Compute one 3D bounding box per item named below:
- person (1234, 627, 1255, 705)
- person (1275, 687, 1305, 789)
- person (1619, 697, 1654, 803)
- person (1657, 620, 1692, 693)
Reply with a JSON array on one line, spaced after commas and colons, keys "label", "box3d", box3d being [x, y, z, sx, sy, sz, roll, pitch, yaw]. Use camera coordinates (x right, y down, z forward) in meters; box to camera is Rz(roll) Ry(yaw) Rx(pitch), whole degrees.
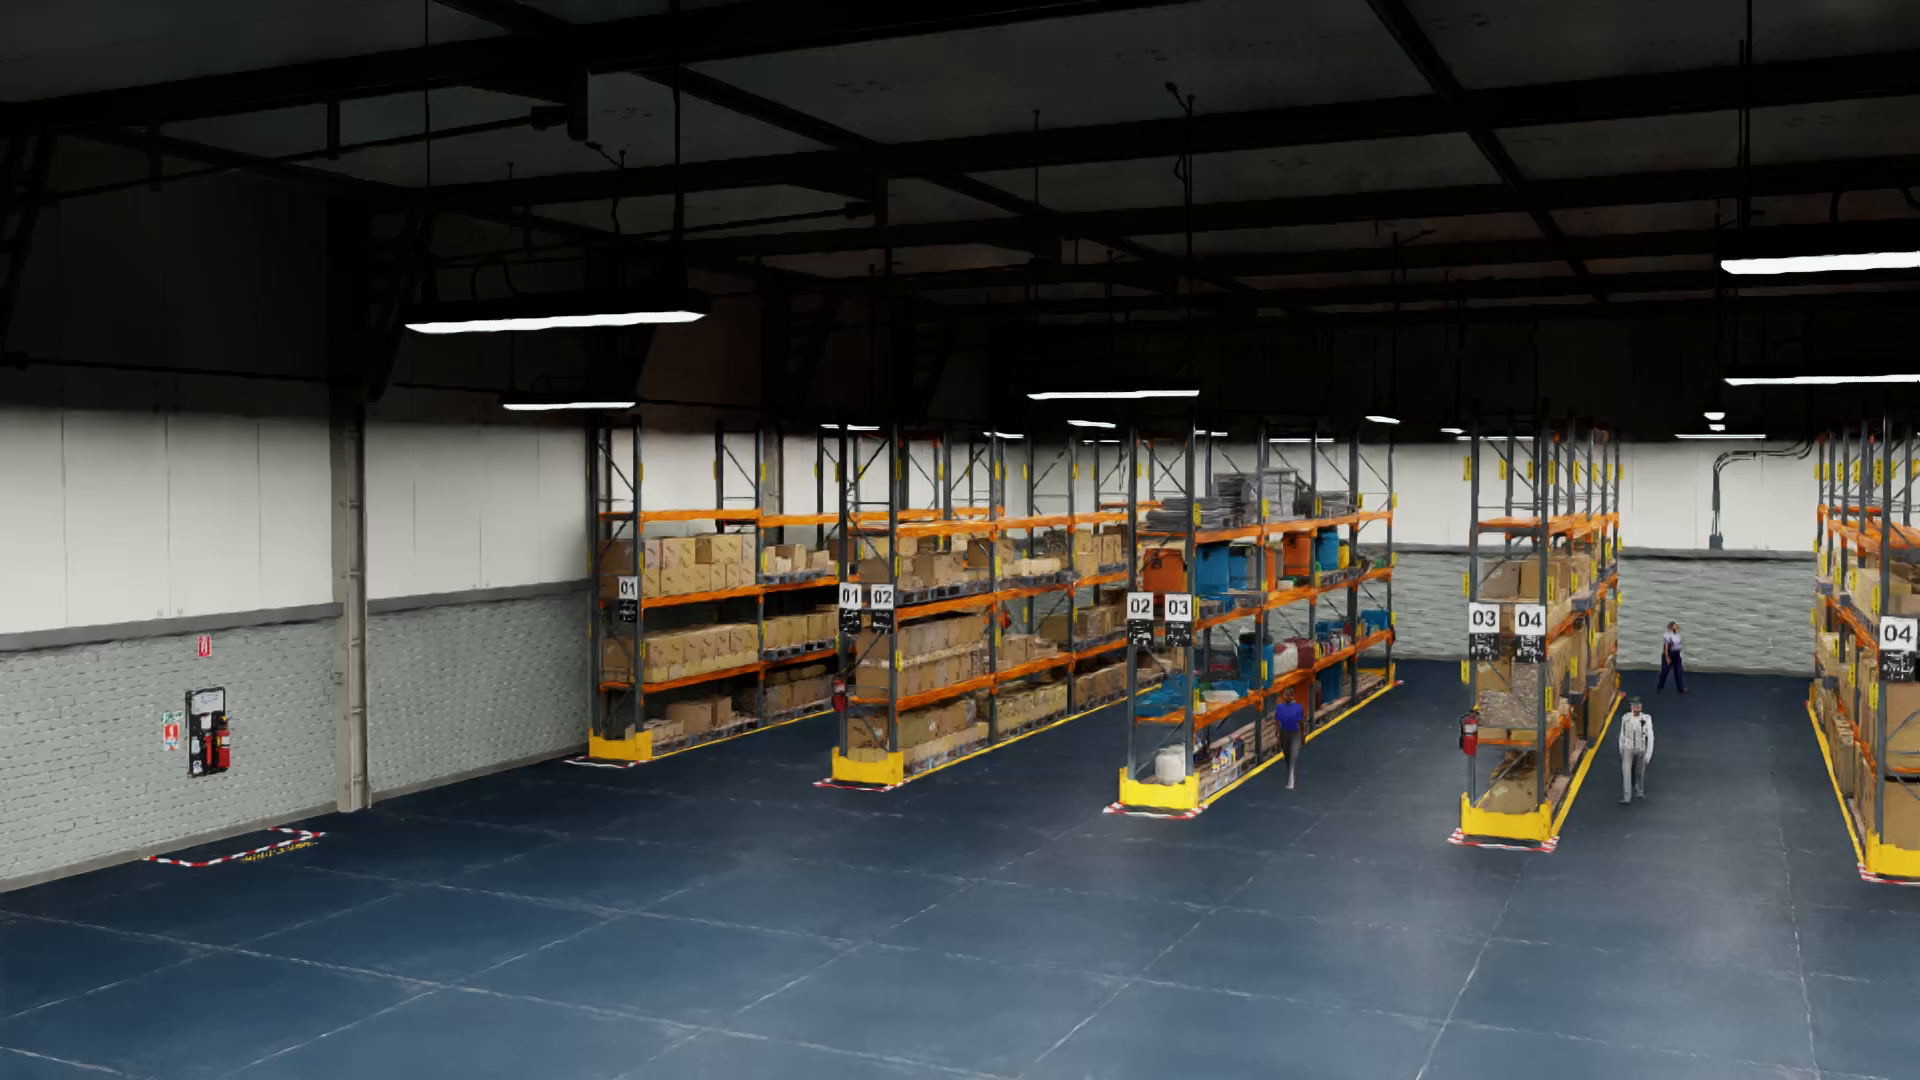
[{"label": "person", "box3d": [6.026, 2.686, 35.239, 0.572, 1.704, 1.030, 2, 3, 34]}, {"label": "person", "box3d": [5.225, 3.116, 26.435, 0.447, 1.560, 1.088, 1, 3, 27]}, {"label": "person", "box3d": [10.244, 3.150, 25.178, 0.488, 1.590, 1.089, 1, 3, 22]}, {"label": "person", "box3d": [16.106, 2.628, 37.562, 0.721, 1.642, 0.529, -1, 3, -31]}]
